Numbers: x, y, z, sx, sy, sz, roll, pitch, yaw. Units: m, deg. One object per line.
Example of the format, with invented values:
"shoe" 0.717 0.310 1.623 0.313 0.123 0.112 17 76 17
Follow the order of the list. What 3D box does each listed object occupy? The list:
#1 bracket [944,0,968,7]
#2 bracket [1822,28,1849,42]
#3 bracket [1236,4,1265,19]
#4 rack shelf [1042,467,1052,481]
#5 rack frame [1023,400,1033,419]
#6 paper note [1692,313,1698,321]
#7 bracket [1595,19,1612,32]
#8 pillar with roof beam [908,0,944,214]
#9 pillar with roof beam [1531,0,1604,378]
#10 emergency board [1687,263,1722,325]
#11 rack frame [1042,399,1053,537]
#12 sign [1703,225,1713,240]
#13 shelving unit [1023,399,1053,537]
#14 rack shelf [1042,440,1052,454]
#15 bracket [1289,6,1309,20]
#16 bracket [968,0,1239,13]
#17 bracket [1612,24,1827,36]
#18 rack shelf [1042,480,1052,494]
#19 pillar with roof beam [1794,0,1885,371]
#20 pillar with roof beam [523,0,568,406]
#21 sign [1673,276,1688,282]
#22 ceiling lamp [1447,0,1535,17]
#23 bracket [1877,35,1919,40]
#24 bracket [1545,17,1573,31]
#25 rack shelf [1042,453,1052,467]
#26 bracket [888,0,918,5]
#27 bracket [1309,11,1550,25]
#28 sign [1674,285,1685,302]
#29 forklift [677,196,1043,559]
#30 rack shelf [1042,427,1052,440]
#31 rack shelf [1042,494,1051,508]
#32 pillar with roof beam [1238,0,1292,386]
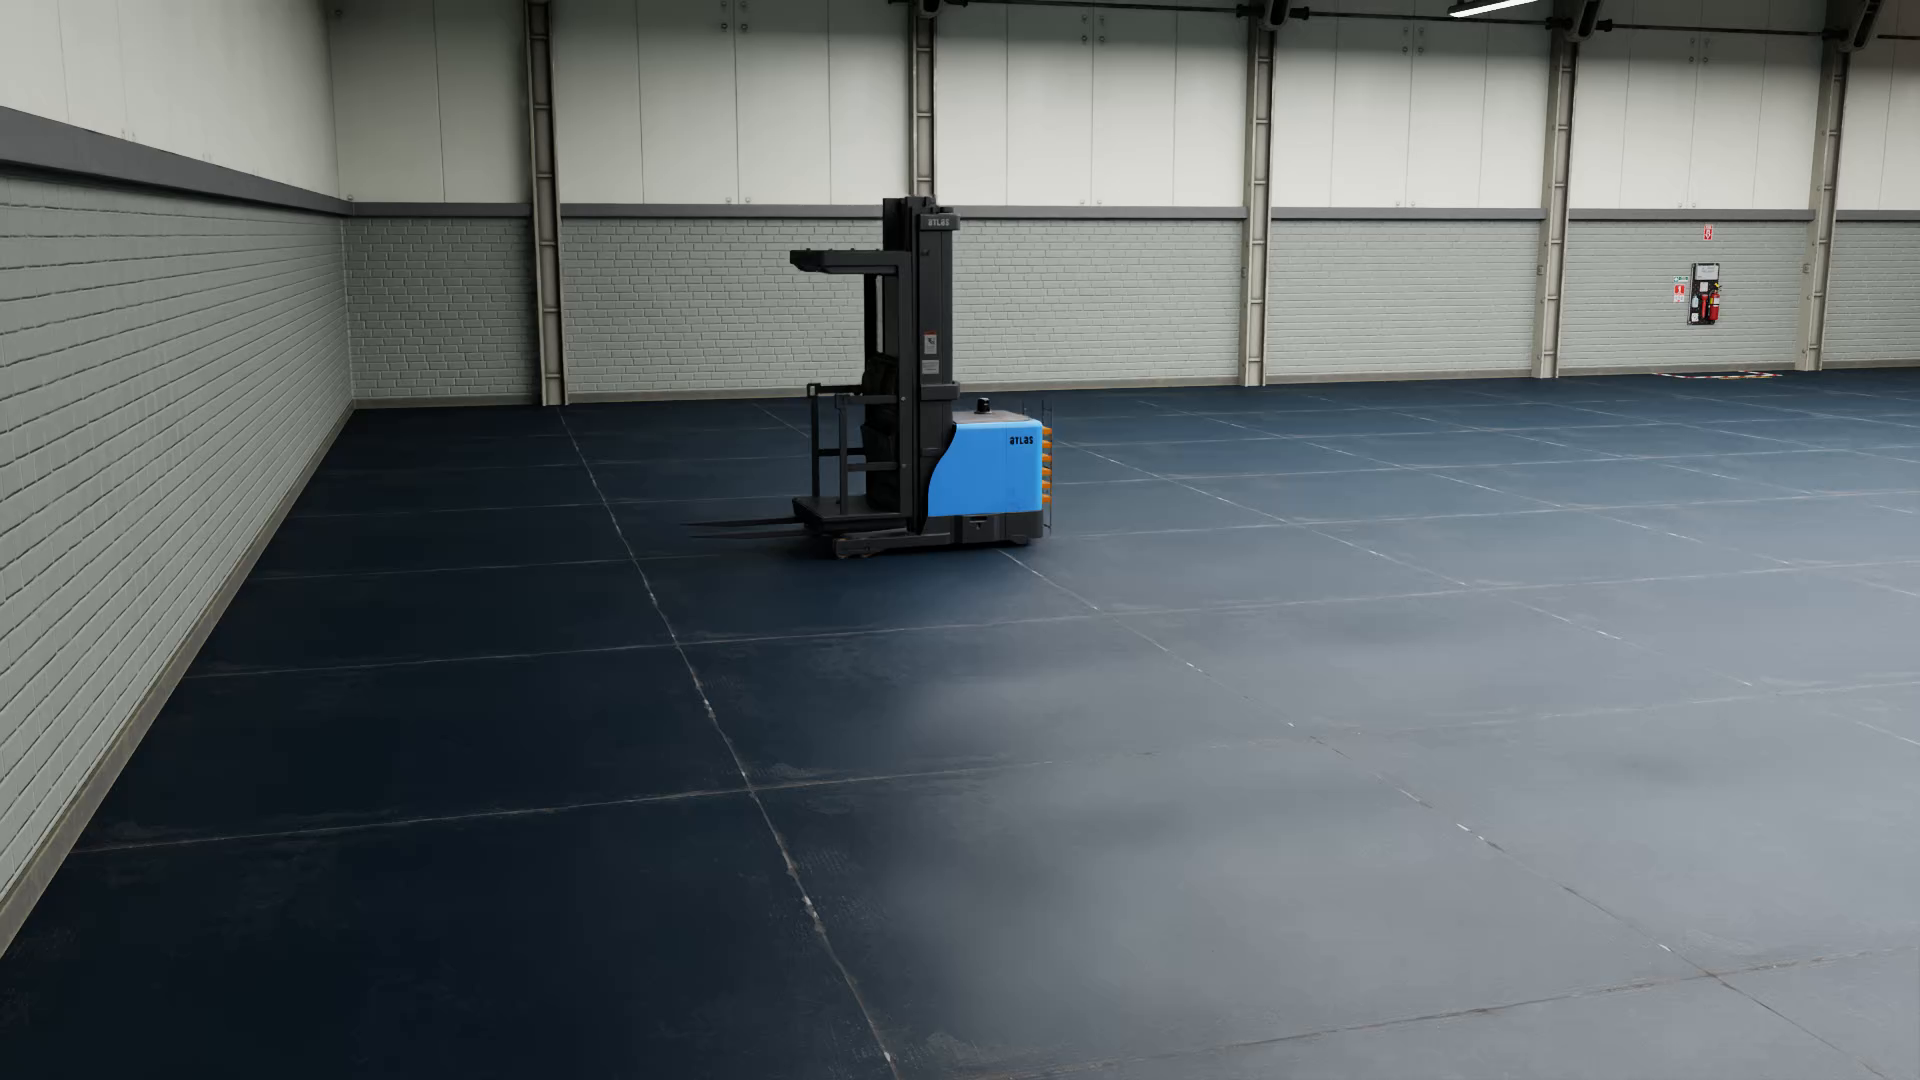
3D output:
"bracket" -0.106 -8.591 26.414 0.430 0.232 0.235 -3 11 -16
"bracket" 16.380 -9.460 31.134 0.430 0.232 0.235 -3 11 -16
"bracket" 4.858 -8.852 27.835 0.430 0.232 0.235 -3 11 -16
"rack shelf" 0.679 -0.587 14.667 0.180 0.103 0.258 -3 11 -18
"rack frame" 0.592 -0.626 14.631 0.006 1.200 0.240 -3 11 -18
"paper note" 14.106 -4.273 31.905 0.142 0.148 0.016 -3 11 -16
"bracket" 11.416 -9.198 29.713 0.430 0.232 0.235 -3 11 -16
"pillar with roof beam" 0.599 -6.113 22.896 0.548 9.000 9.100 -3 11 -16
"pillar with roof beam" 12.121 -6.720 26.195 0.548 9.000 9.100 -3 11 -16
"emergency board" 14.295 -4.703 31.809 0.643 1.169 0.194 -3 11 -16
"rack frame" 0.766 -0.636 14.688 0.006 1.200 0.240 -3 11 -18
"sign" 14.260 -5.860 31.691 0.199 0.298 0.001 -3 11 -16
"shelving unit" 0.679 -0.631 14.659 0.189 1.200 0.258 -3 11 -18
"rack shelf" 0.679 -0.823 14.624 0.180 0.103 0.258 -3 11 -18
"bracket" 5.655 -8.894 28.064 0.430 0.232 0.235 -3 11 -16
"bracket" 2.368 -8.721 27.123 4.783 0.066 0.076 -3 11 -16
"bracket" 13.889 -9.328 30.421 4.783 0.066 0.076 -3 11 -16
"rack shelf" 0.679 -0.469 14.689 0.180 0.103 0.258 -3 11 -18
"pillar with roof beam" 17.882 -7.024 27.844 0.548 9.000 9.100 -3 11 -16
"pillar with roof beam" -5.161 -5.809 21.247 0.548 9.000 9.100 -3 11 -16
"sign" 13.743 -4.970 31.696 0.331 0.109 0.001 -3 11 -16
"ceiling lamp" 7.479 -9.222 23.666 0.800 3.185 2.000 -3 11 -16
"bracket" 19.650 -9.632 32.070 4.783 0.066 0.076 -3 11 -16
"bracket" 10.619 -9.156 29.485 0.430 0.232 0.235 -3 11 -16
"rack shelf" 0.679 -0.705 14.646 0.180 0.103 0.258 -3 11 -18
"bracket" -0.903 -8.549 26.186 0.430 0.232 0.235 -3 11 -16
"bracket" 8.129 -9.025 28.772 4.783 0.066 0.076 -3 11 -16
"sign" 13.736 -4.711 31.751 0.234 0.329 0.001 -3 11 -16
"forklift" -0.858 -1.394 14.024 3.031 2.935 1.130 -3 11 -18
"rack shelf" 0.679 -0.941 14.602 0.180 0.103 0.258 -3 11 -18
"rack shelf" 0.679 -0.351 14.711 0.180 0.103 0.258 -3 11 -18
"pillar with roof beam" 6.360 -6.416 24.546 0.548 9.000 9.100 -3 11 -16
